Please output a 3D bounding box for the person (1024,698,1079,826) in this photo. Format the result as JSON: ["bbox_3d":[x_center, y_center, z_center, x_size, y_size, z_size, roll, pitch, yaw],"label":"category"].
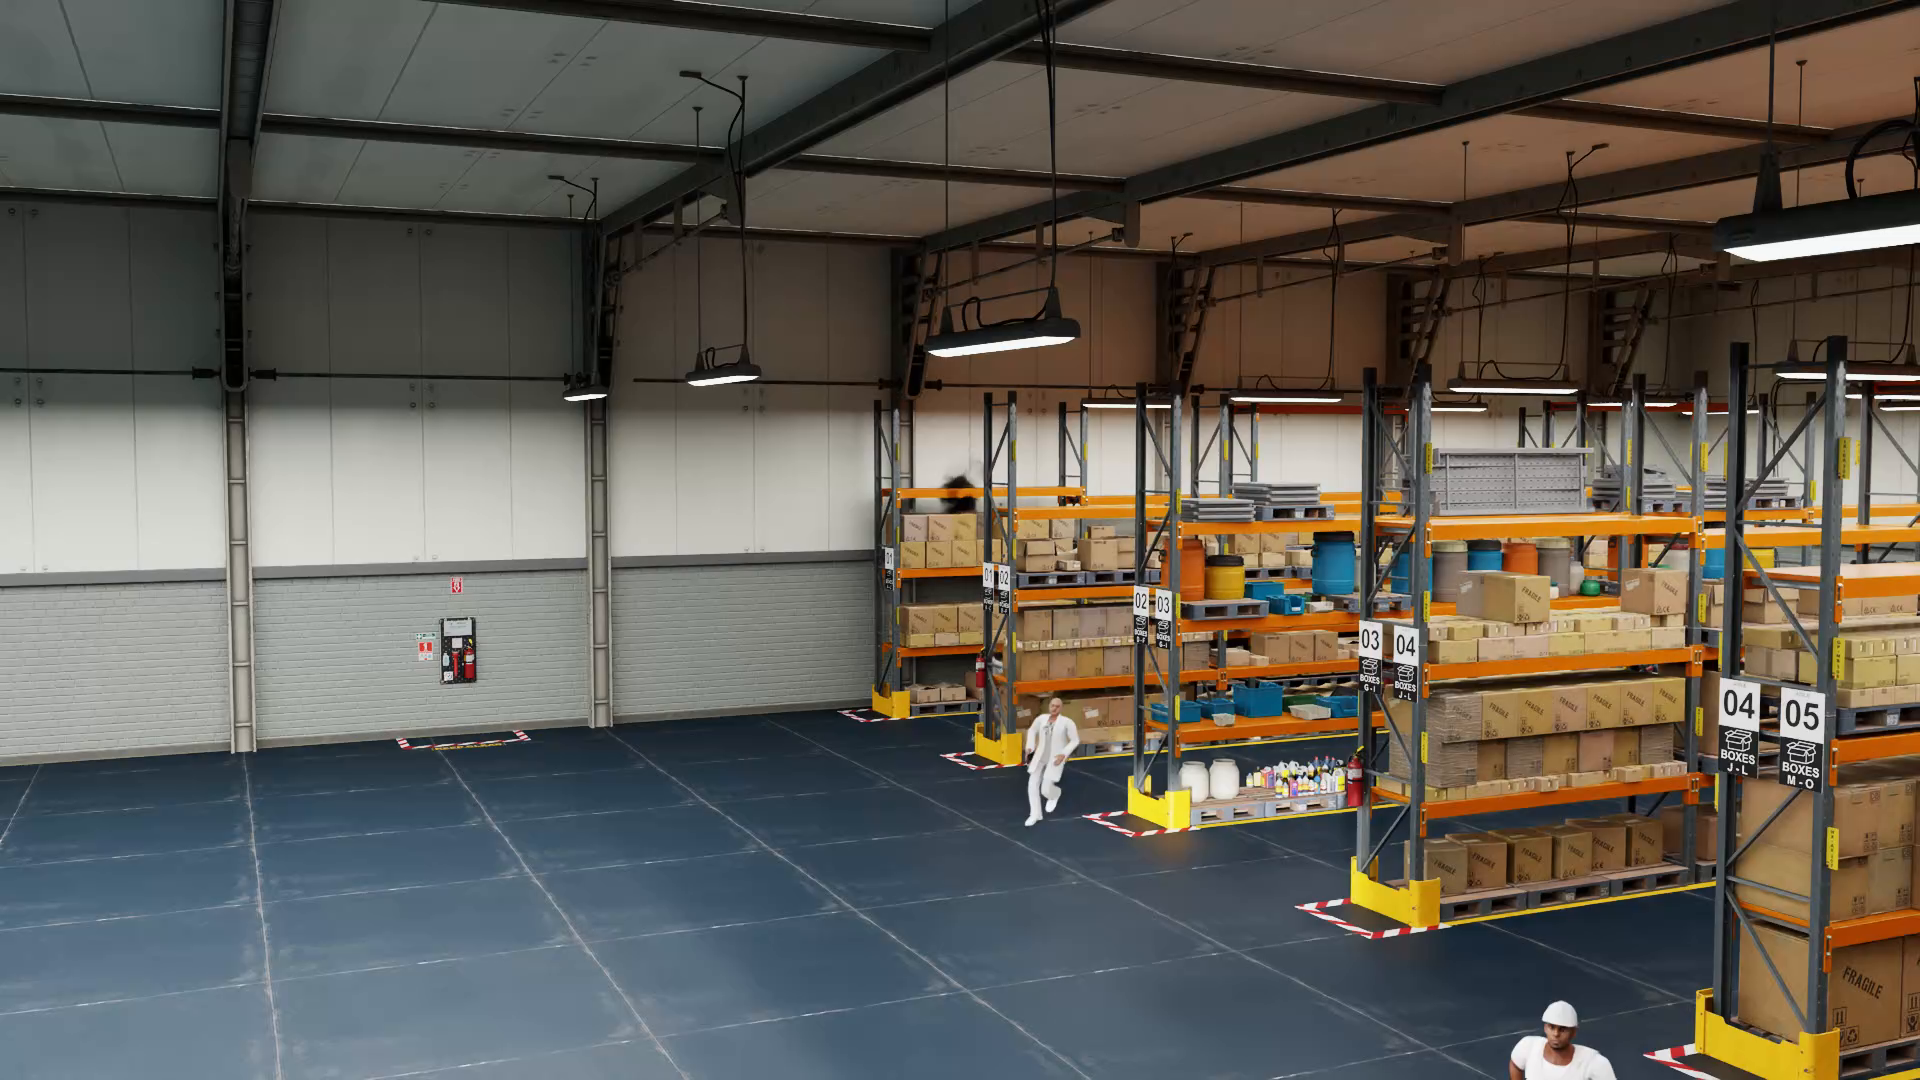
[{"bbox_3d":[1.255,3.005,22.664,0.756,1.742,0.706,2,4,28],"label":"person"}]

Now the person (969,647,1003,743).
[{"bbox_3d":[0.536,2.641,28.916,0.861,1.706,0.597,-2,4,-37],"label":"person"}]

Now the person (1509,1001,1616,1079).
[{"bbox_3d":[3.669,3.696,10.135,0.680,1.822,0.794,2,4,25],"label":"person"}]
